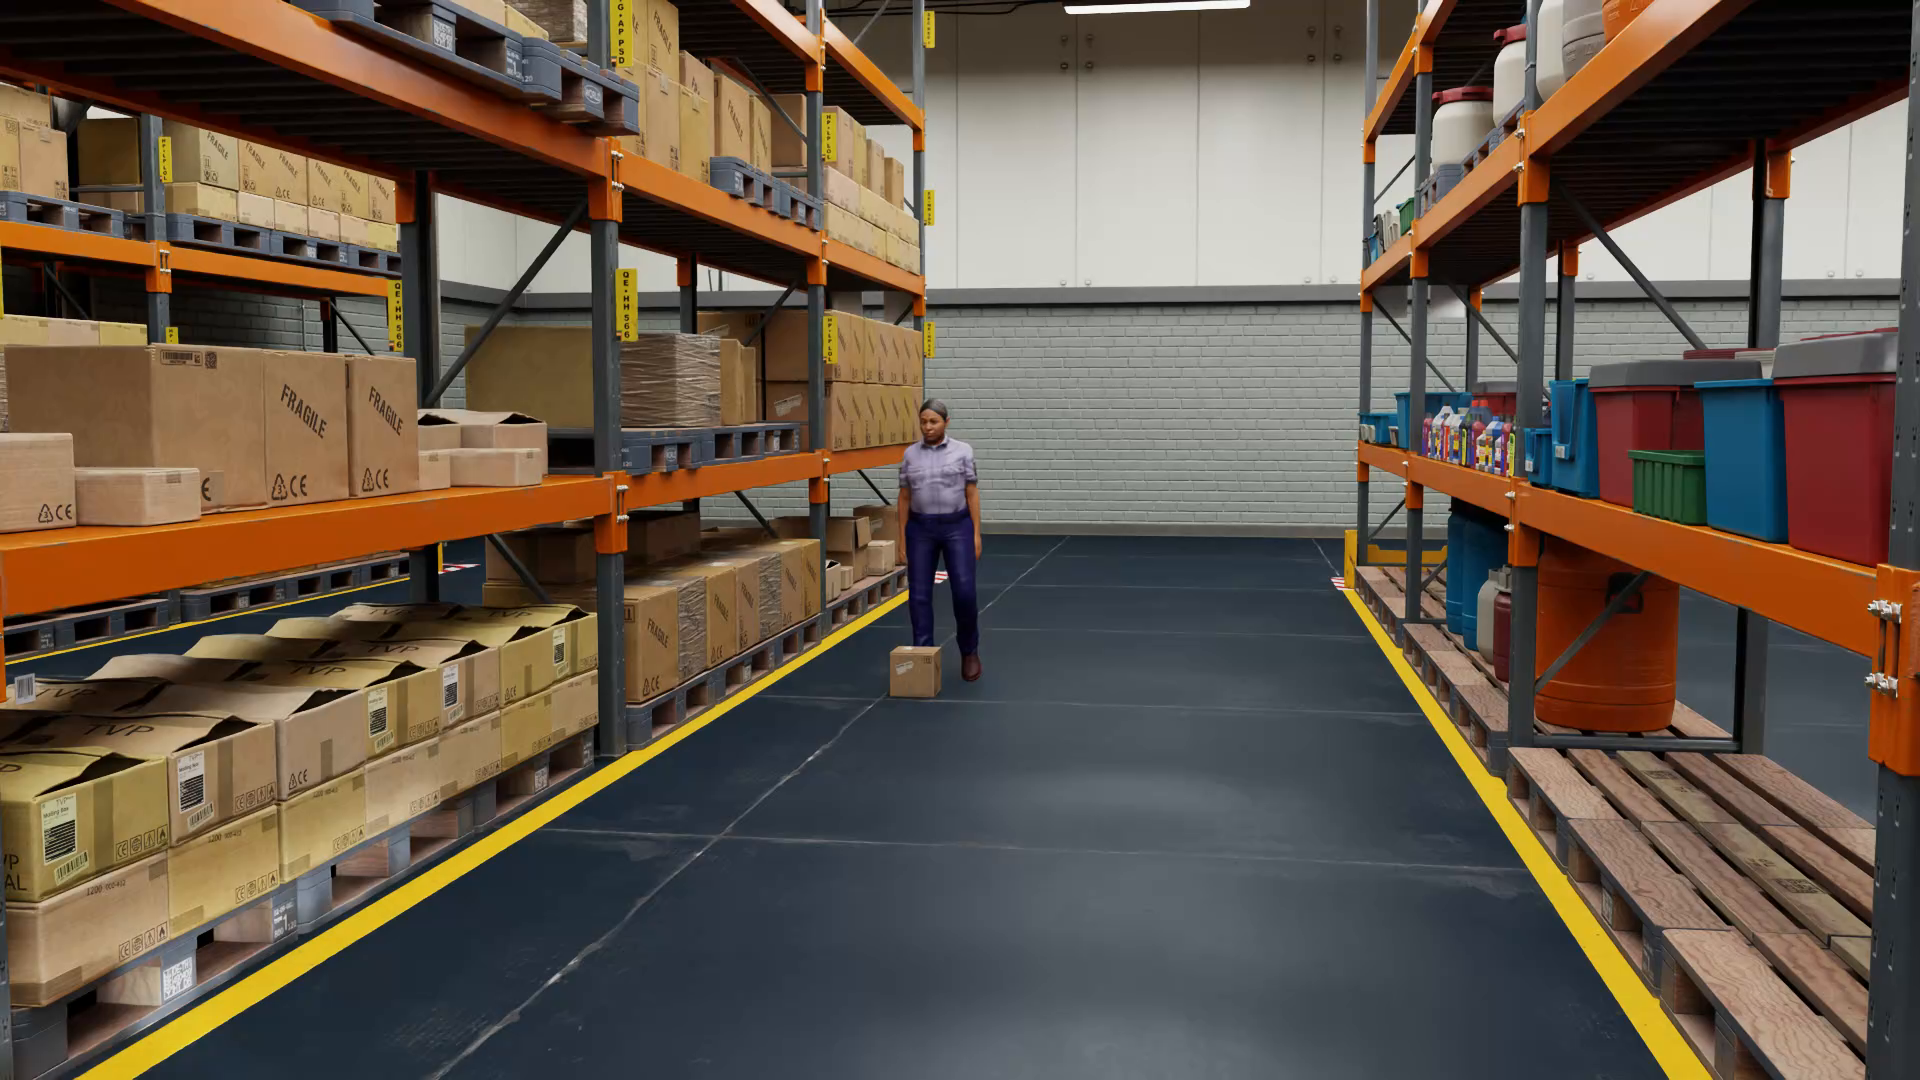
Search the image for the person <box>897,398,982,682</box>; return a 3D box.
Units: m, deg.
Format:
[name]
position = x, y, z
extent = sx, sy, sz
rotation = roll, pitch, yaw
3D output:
[person]
position = -0.135, 0.005, 9.739
extent = 0.509, 1.663, 0.487
rotation = 1, 5, 8
